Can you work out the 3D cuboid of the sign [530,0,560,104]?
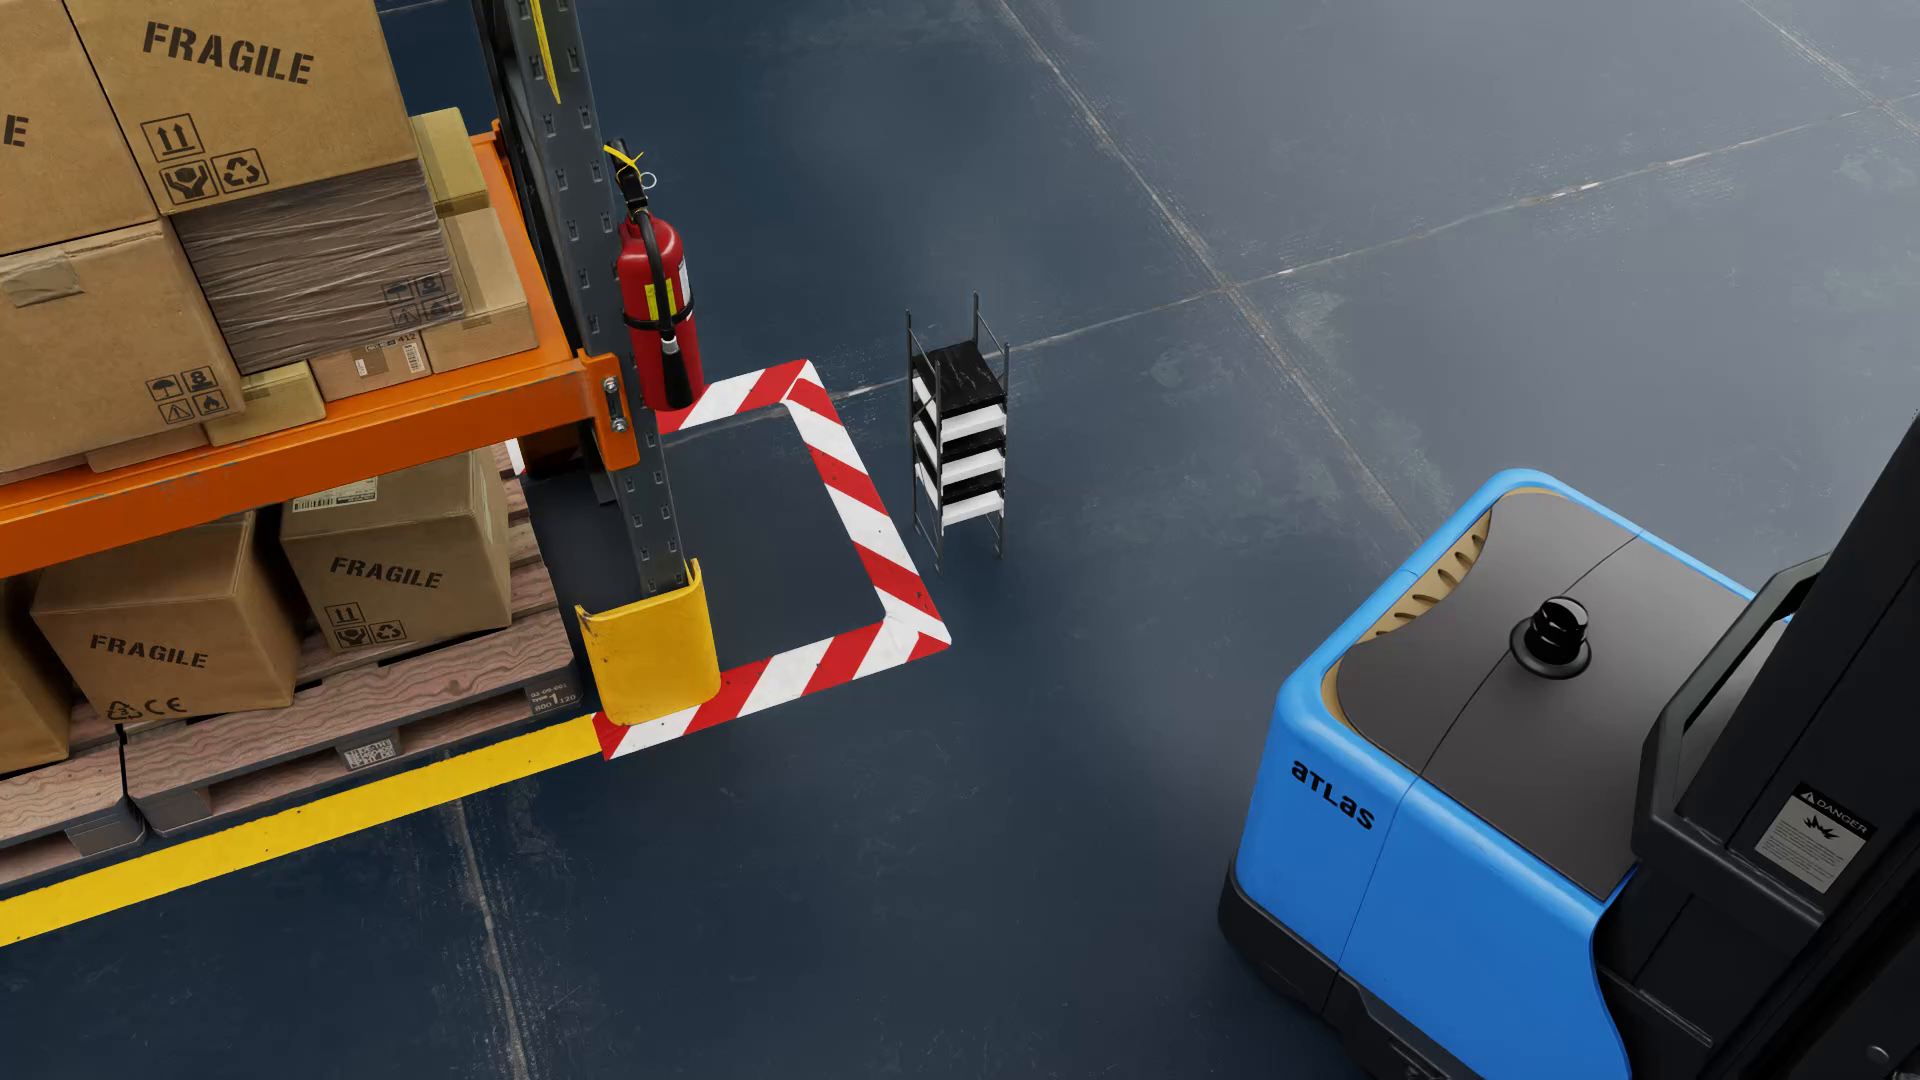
[{"bbox_3d":[-0.800,-0.991,3.152,0.005,0.325,0.100,-17,52,-14],"label":"sign"}]

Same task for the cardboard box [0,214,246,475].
[{"bbox_3d":[-1.929,-0.669,3.586,0.500,0.500,0.875,-17,52,-14],"label":"cardboard box"}]

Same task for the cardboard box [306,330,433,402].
[{"bbox_3d":[-1.409,-0.526,3.890,0.250,0.149,0.380,-17,52,-14],"label":"cardboard box"}]

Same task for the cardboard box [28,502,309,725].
[{"bbox_3d":[-2.116,0.134,4.528,0.500,0.500,0.500,-5,50,-5],"label":"cardboard box"}]

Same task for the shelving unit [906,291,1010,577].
[{"bbox_3d":[-0.008,-0.291,4.907,0.210,0.900,0.258,-17,52,-14],"label":"shelving unit"}]

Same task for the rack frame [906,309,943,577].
[{"bbox_3d":[-0.102,-0.262,4.882,0.006,0.900,0.240,-17,52,-14],"label":"rack frame"}]

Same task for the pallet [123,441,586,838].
[{"bbox_3d":[-1.827,0.232,4.911,1.213,0.211,1.003,-17,52,-14],"label":"pallet"}]

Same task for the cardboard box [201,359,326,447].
[{"bbox_3d":[-1.621,-0.418,3.798,0.250,0.149,0.380,-17,52,-14],"label":"cardboard box"}]

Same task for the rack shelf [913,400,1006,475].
[{"bbox_3d":[-0.008,-0.328,4.864,0.200,0.077,0.258,-17,52,-14],"label":"rack shelf"}]

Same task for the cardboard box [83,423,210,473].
[{"bbox_3d":[-1.858,-0.357,3.745,0.250,0.149,0.380,-17,52,-14],"label":"cardboard box"}]

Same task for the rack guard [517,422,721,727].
[{"bbox_3d":[-1.062,-0.070,4.980,0.348,0.500,1.175,-17,52,-14],"label":"rack guard"}]

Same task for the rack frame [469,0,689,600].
[{"bbox_3d":[-0.992,-0.906,4.051,0.127,3.000,1.000,-17,52,-14],"label":"rack frame"}]

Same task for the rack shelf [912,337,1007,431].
[{"bbox_3d":[-0.008,-0.445,4.727,0.200,0.077,0.258,-17,52,-14],"label":"rack shelf"}]

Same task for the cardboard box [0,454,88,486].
[{"bbox_3d":[-2.105,-0.315,3.709,0.250,0.149,0.380,-17,52,-14],"label":"cardboard box"}]

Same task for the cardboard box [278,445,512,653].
[{"bbox_3d":[-1.576,-0.061,4.696,0.500,0.500,0.500,-9,50,-7],"label":"cardboard box"}]

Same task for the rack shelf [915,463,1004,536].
[{"bbox_3d":[-0.008,-0.152,5.068,0.200,0.077,0.258,-17,52,-14],"label":"rack shelf"}]

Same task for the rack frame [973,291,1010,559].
[{"bbox_3d":[0.087,-0.320,4.932,0.006,0.900,0.240,-17,52,-14],"label":"rack frame"}]

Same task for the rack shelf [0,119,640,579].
[{"bbox_3d":[-2.843,-0.098,3.831,4.000,0.370,1.077,-17,52,-14],"label":"rack shelf"}]

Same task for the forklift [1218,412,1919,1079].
[{"bbox_3d":[2.082,0.583,2.818,3.031,2.935,1.130,36,58,27],"label":"forklift"}]

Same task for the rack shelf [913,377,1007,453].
[{"bbox_3d":[-0.008,-0.386,4.795,0.200,0.077,0.258,-17,52,-14],"label":"rack shelf"}]

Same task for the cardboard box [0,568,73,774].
[{"bbox_3d":[-2.703,0.301,4.385,0.500,0.500,0.500,-13,51,-11],"label":"cardboard box"}]

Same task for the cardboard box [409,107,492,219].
[{"bbox_3d":[-1.346,-0.910,4.220,0.250,0.149,0.380,-17,52,-14],"label":"cardboard box"}]

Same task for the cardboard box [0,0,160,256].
[{"bbox_3d":[-1.868,-0.883,3.110,0.500,0.500,0.500,-17,52,-14],"label":"cardboard box"}]

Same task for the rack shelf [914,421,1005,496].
[{"bbox_3d":[-0.008,-0.269,4.932,0.200,0.077,0.258,-17,52,-14],"label":"rack shelf"}]

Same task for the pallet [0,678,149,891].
[{"bbox_3d":[-2.955,0.579,4.613,1.213,0.211,1.003,-17,52,-14],"label":"pallet"}]

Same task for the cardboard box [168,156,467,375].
[{"bbox_3d":[-1.511,-0.897,3.781,0.500,0.500,0.875,-17,52,-14],"label":"cardboard box"}]

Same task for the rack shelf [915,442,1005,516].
[{"bbox_3d":[-0.008,-0.211,5.000,0.200,0.077,0.258,-17,52,-14],"label":"rack shelf"}]

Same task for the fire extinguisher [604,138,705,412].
[{"bbox_3d":[-0.711,-0.590,3.830,0.183,0.674,0.296,-17,52,-14],"label":"fire extinguisher"}]

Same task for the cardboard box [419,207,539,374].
[{"bbox_3d":[-1.177,-0.597,3.951,0.250,0.149,0.380,-17,52,-14],"label":"cardboard box"}]

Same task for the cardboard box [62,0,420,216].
[{"bbox_3d":[-1.407,-1.030,3.236,0.500,0.500,0.500,-17,52,-14],"label":"cardboard box"}]
